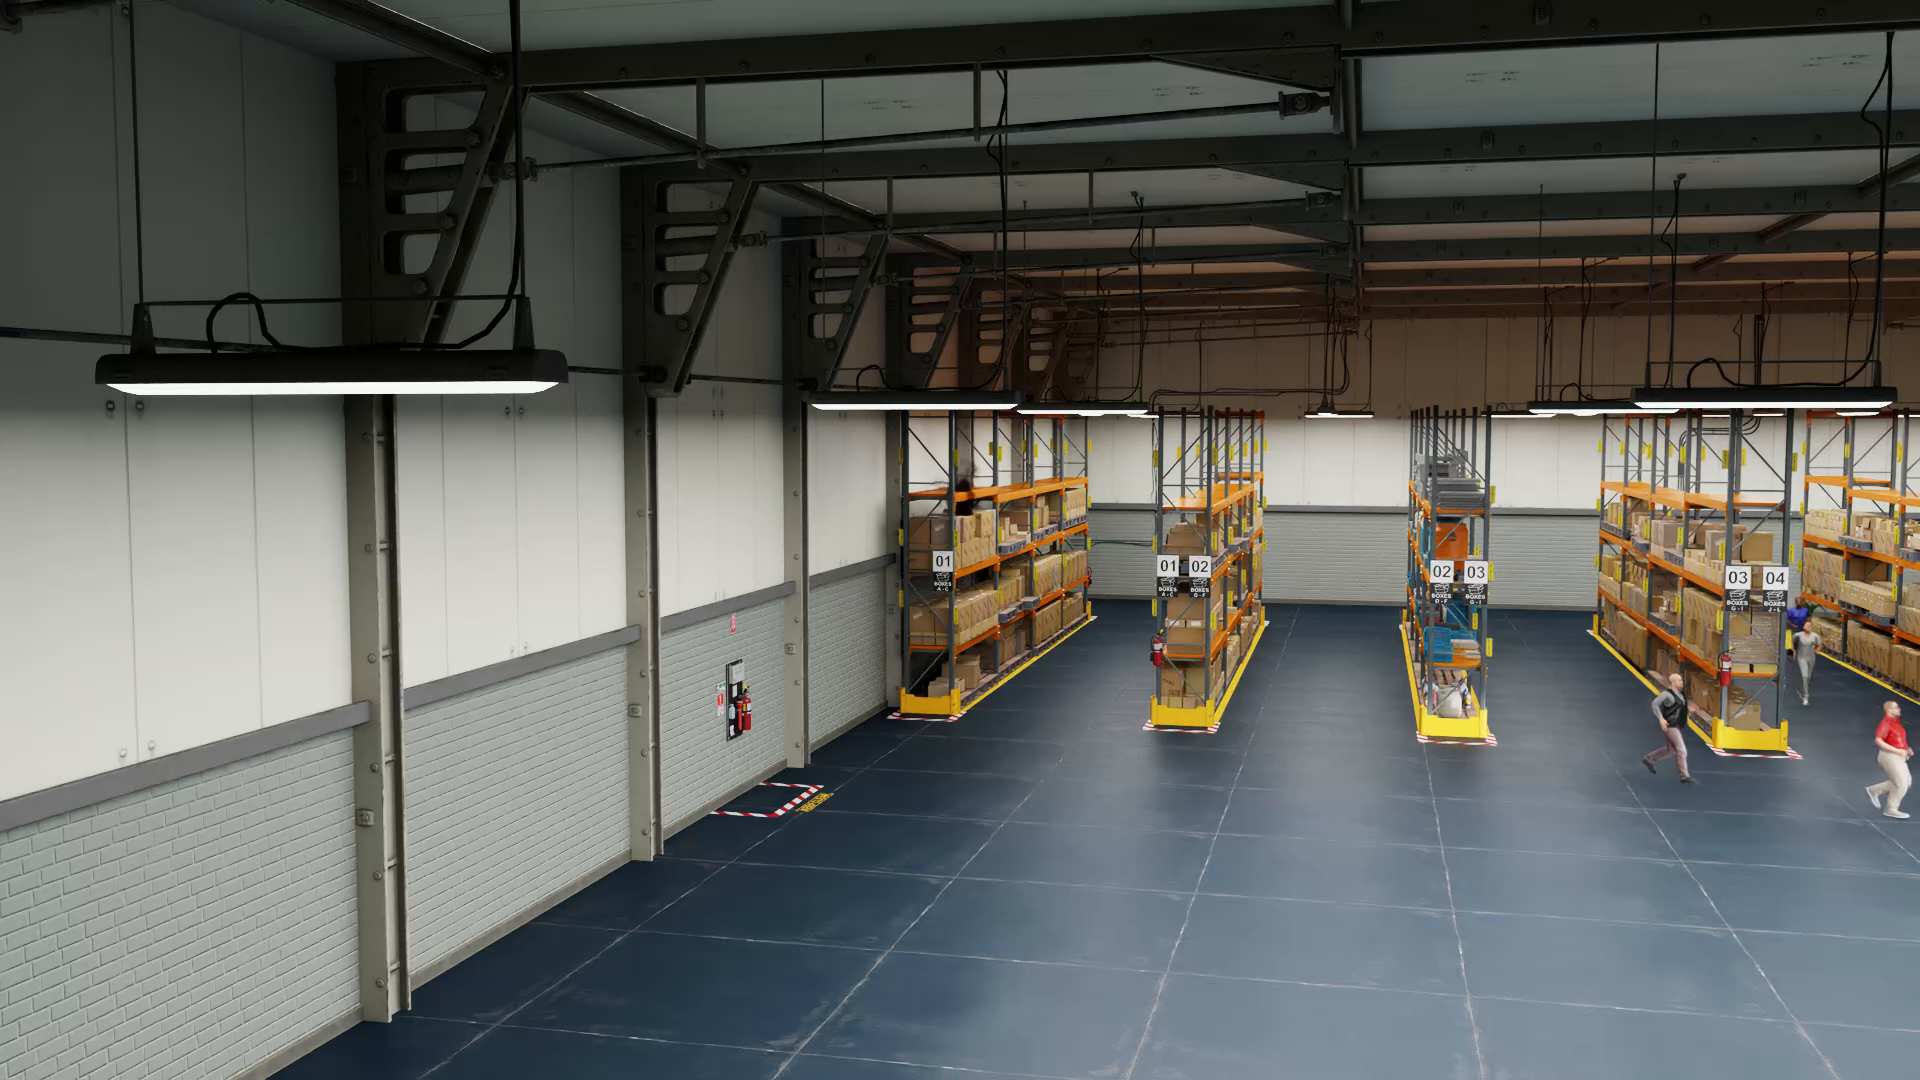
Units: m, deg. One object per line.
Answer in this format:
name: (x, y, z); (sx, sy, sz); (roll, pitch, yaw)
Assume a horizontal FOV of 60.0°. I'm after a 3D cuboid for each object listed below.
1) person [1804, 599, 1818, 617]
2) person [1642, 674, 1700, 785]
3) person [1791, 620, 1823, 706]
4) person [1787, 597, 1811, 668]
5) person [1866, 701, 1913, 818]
person: (22.769, 1.693, 44.375); (0.576, 1.737, 0.706); (0, 4, 4)
person: (11.227, 2.956, 26.245); (0.656, 1.706, 0.952); (-4, 6, -44)
person: (17.193, 2.462, 33.786); (0.559, 1.703, 0.839); (1, 4, 9)
person: (19.434, 2.154, 38.545); (0.591, 1.646, 0.914); (1, 4, 14)
person: (13.450, 3.157, 24.046); (0.608, 1.672, 0.661); (4, 6, 43)
